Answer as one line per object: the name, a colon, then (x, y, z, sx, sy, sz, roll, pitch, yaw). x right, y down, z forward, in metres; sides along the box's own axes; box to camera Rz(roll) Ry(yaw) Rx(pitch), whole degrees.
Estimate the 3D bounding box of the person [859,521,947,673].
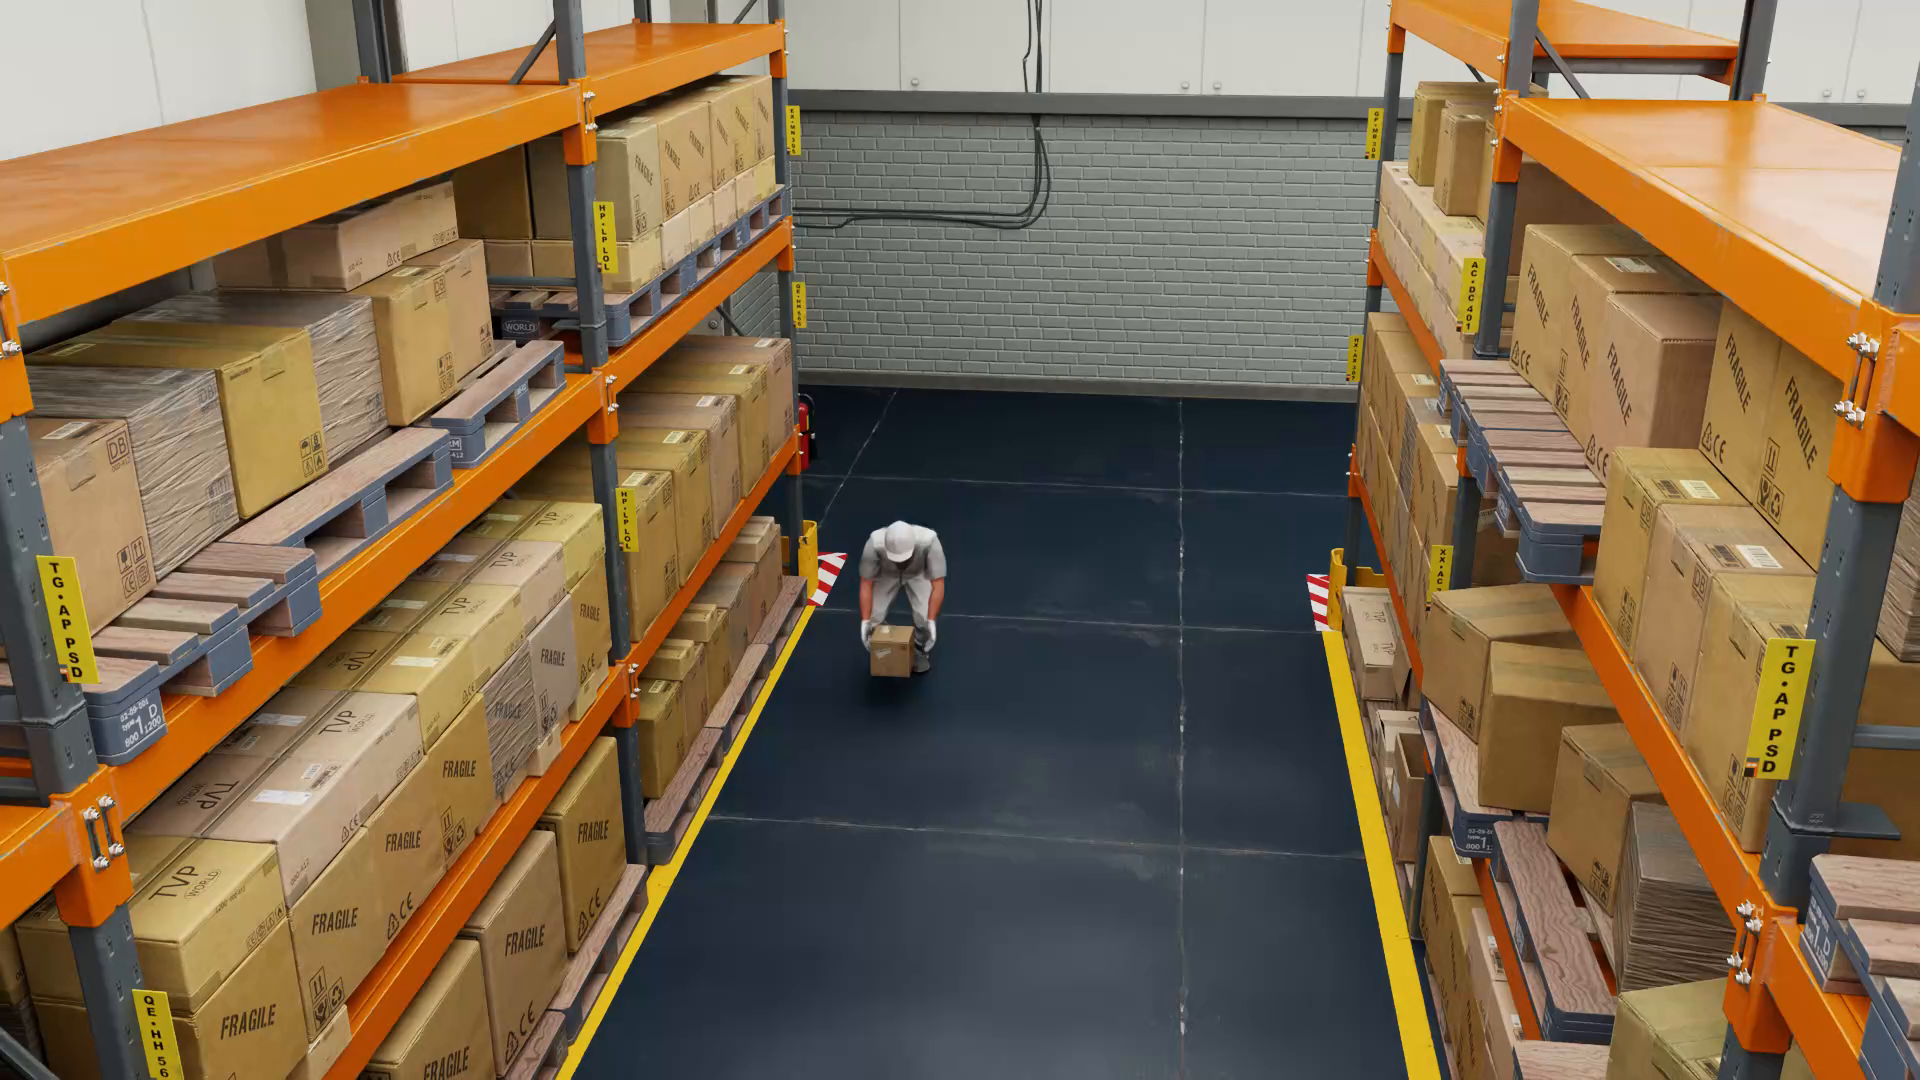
person: (-0.364, 0.333, 11.025, 0.586, 1.186, 0.845, 2, 21, 6)
